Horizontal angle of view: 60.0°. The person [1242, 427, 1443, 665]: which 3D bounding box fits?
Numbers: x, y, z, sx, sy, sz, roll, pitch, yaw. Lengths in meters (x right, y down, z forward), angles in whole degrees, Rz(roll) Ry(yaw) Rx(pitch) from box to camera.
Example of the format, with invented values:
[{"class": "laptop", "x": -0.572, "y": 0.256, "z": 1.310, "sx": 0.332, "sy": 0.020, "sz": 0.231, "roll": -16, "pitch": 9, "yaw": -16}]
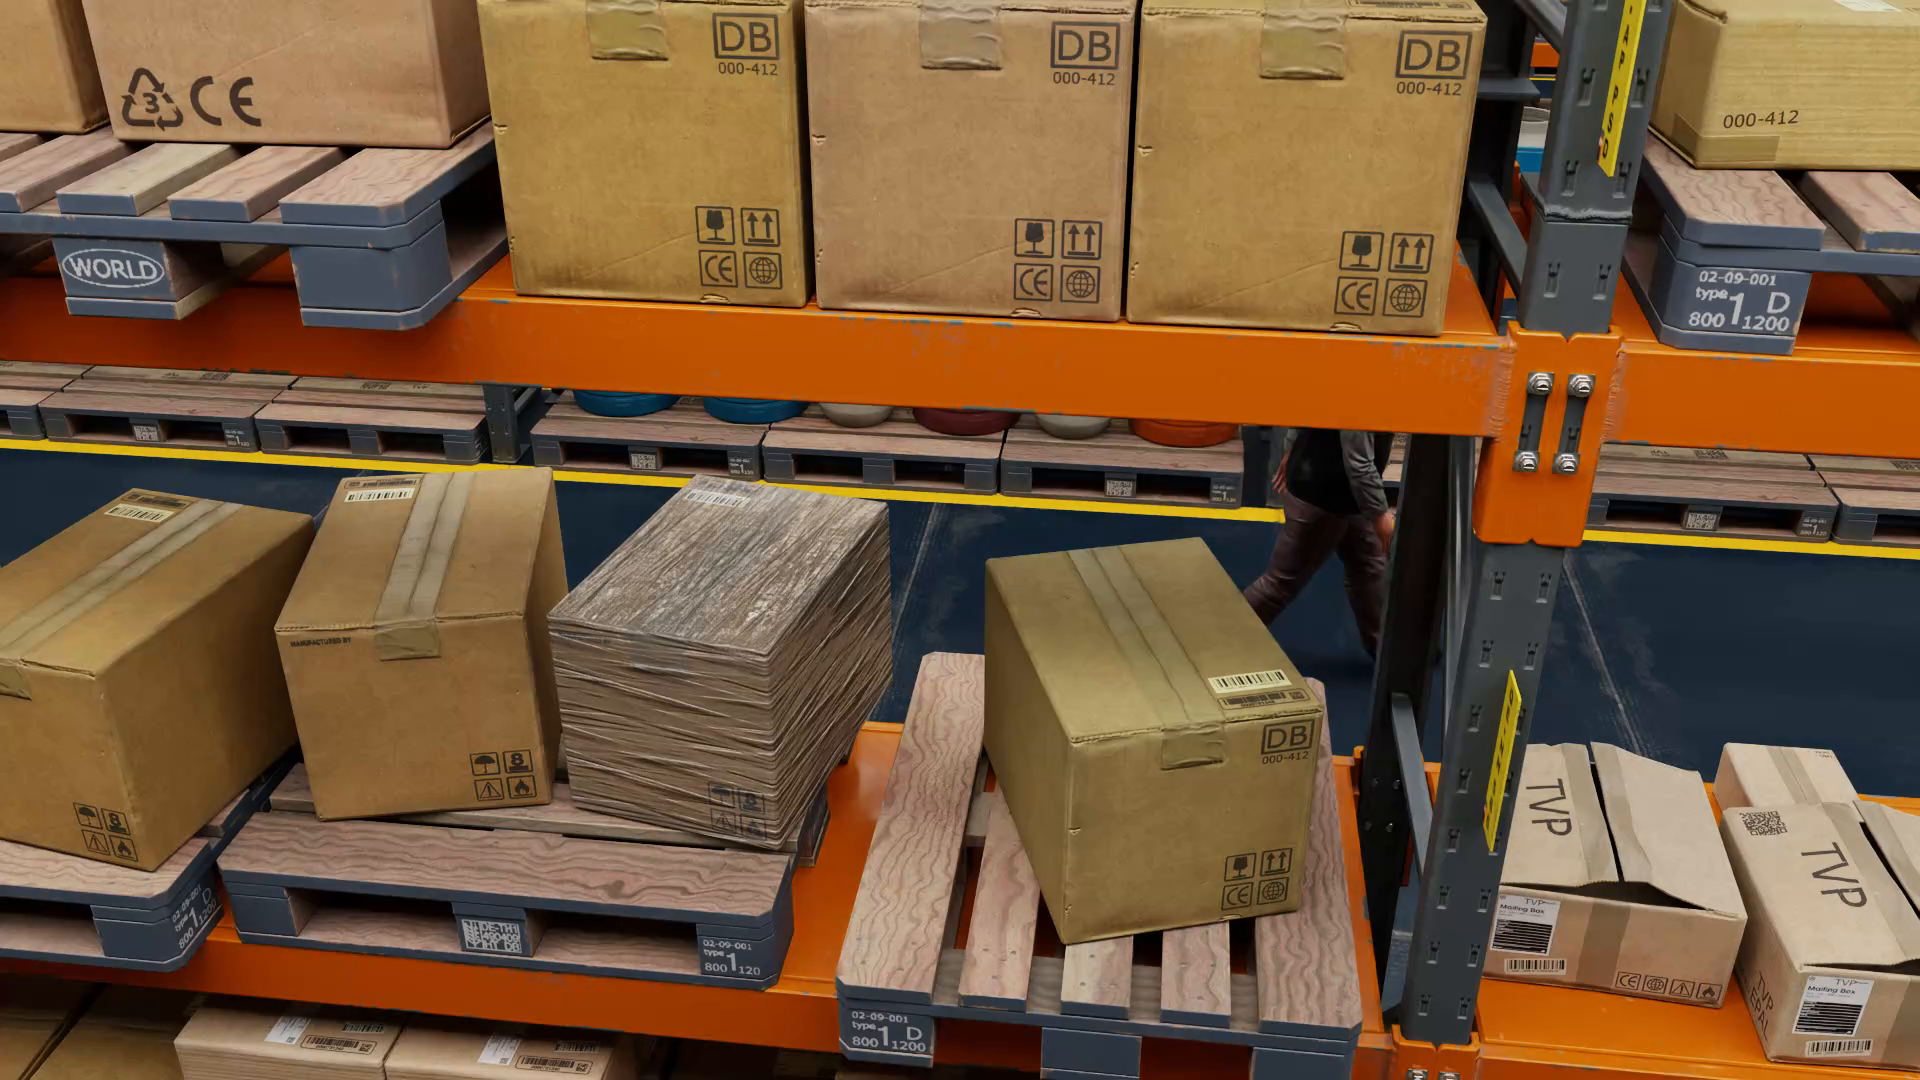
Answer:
[{"class": "person", "x": 1.495, "y": -0.176, "z": 6.452, "sx": 0.971, "sy": 1.665, "sz": 0.567, "roll": 5, "pitch": 29, "yaw": 10}]
